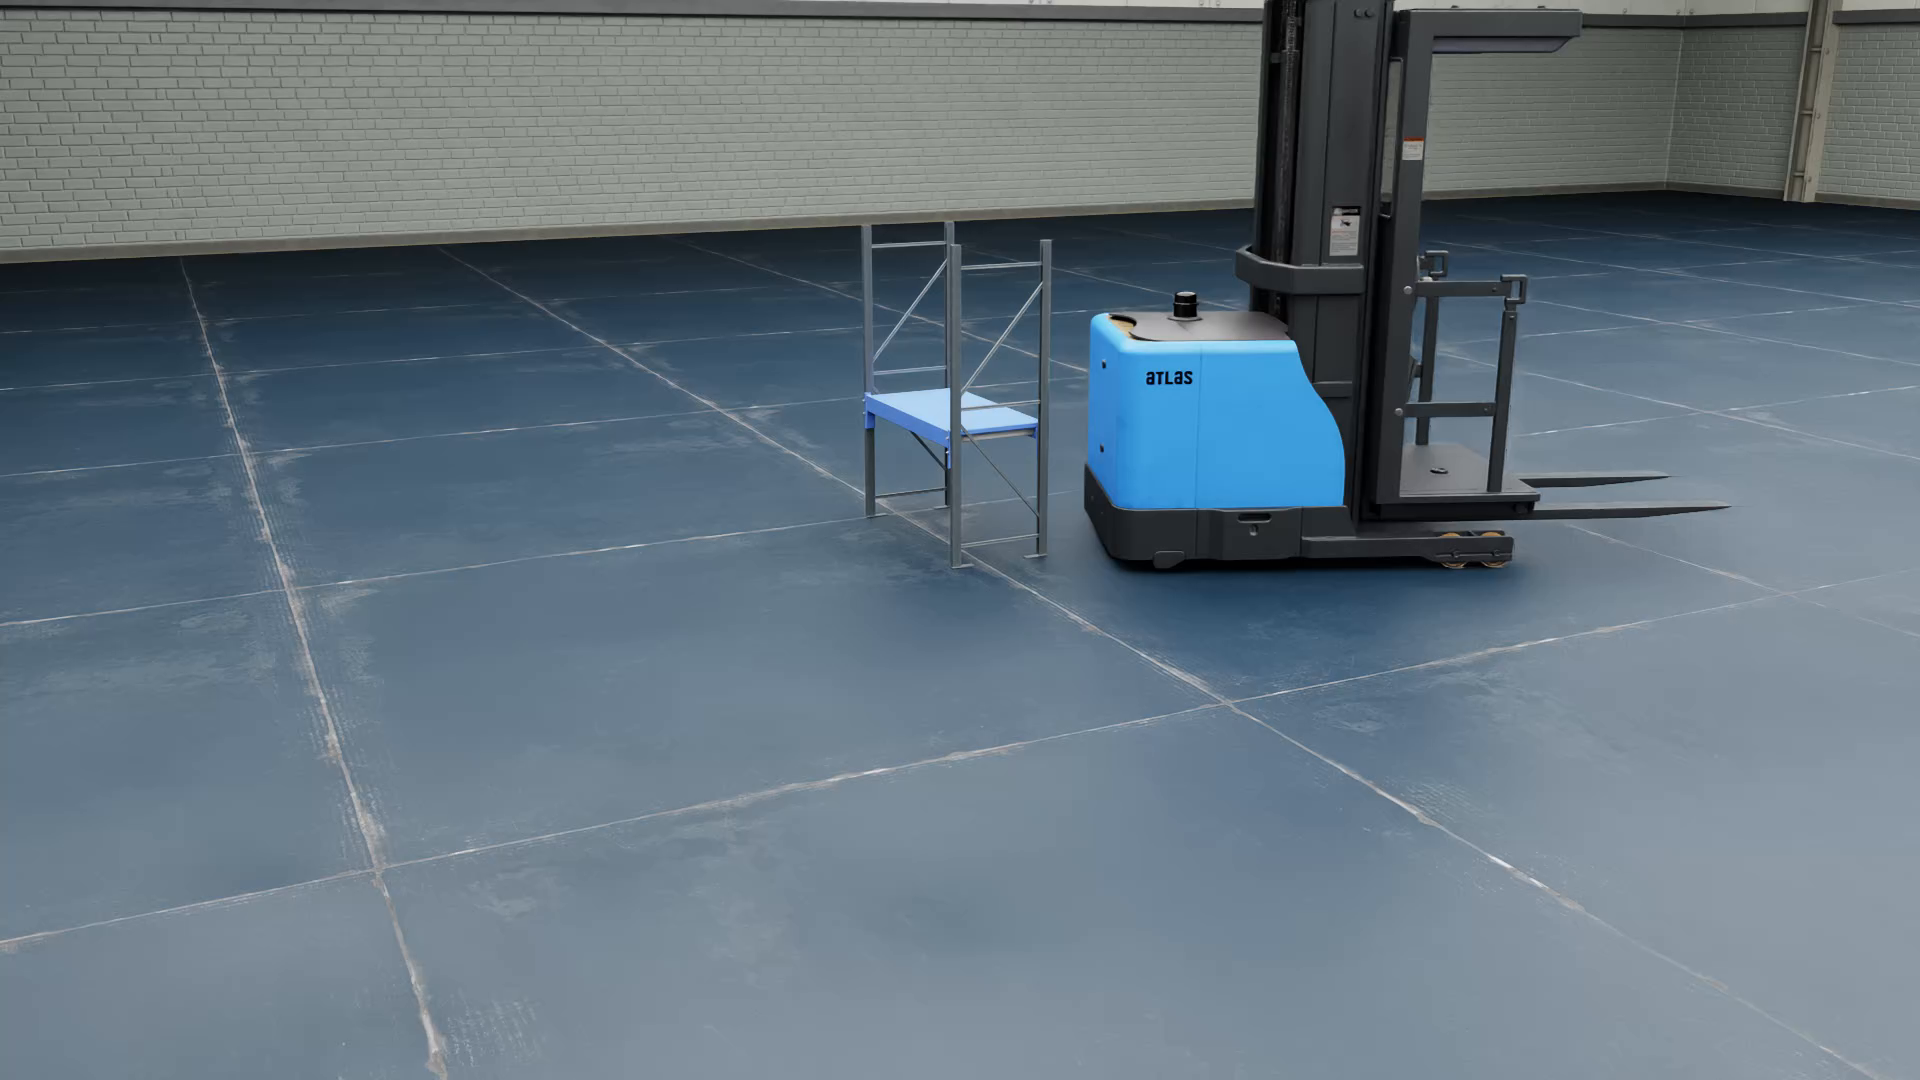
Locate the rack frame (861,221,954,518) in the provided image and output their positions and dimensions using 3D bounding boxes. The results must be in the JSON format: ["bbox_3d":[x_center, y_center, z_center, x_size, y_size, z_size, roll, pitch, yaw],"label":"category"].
[{"bbox_3d":[-0.260,-0.868,8.557,0.500,1.500,0.032,-8,18,-25],"label":"rack frame"}]

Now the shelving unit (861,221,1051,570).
[{"bbox_3d":[-0.037,-0.742,8.117,0.538,1.500,1.048,-8,18,-25],"label":"shelving unit"}]

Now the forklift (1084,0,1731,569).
[{"bbox_3d":[2.181,-1.418,7.879,3.031,2.935,1.130,-1,16,-4],"label":"forklift"}]

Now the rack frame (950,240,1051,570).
[{"bbox_3d":[0.185,-0.616,7.678,0.500,1.500,0.032,-8,18,-25],"label":"rack frame"}]

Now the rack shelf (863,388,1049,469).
[{"bbox_3d":[-0.037,-0.569,8.167,0.538,0.185,1.000,-8,18,-25],"label":"rack shelf"}]

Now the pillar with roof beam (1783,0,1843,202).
[{"bbox_3d":[10.487,-9.602,25.395,9.100,9.000,0.400,-8,18,-25],"label":"pillar with roof beam"}]
